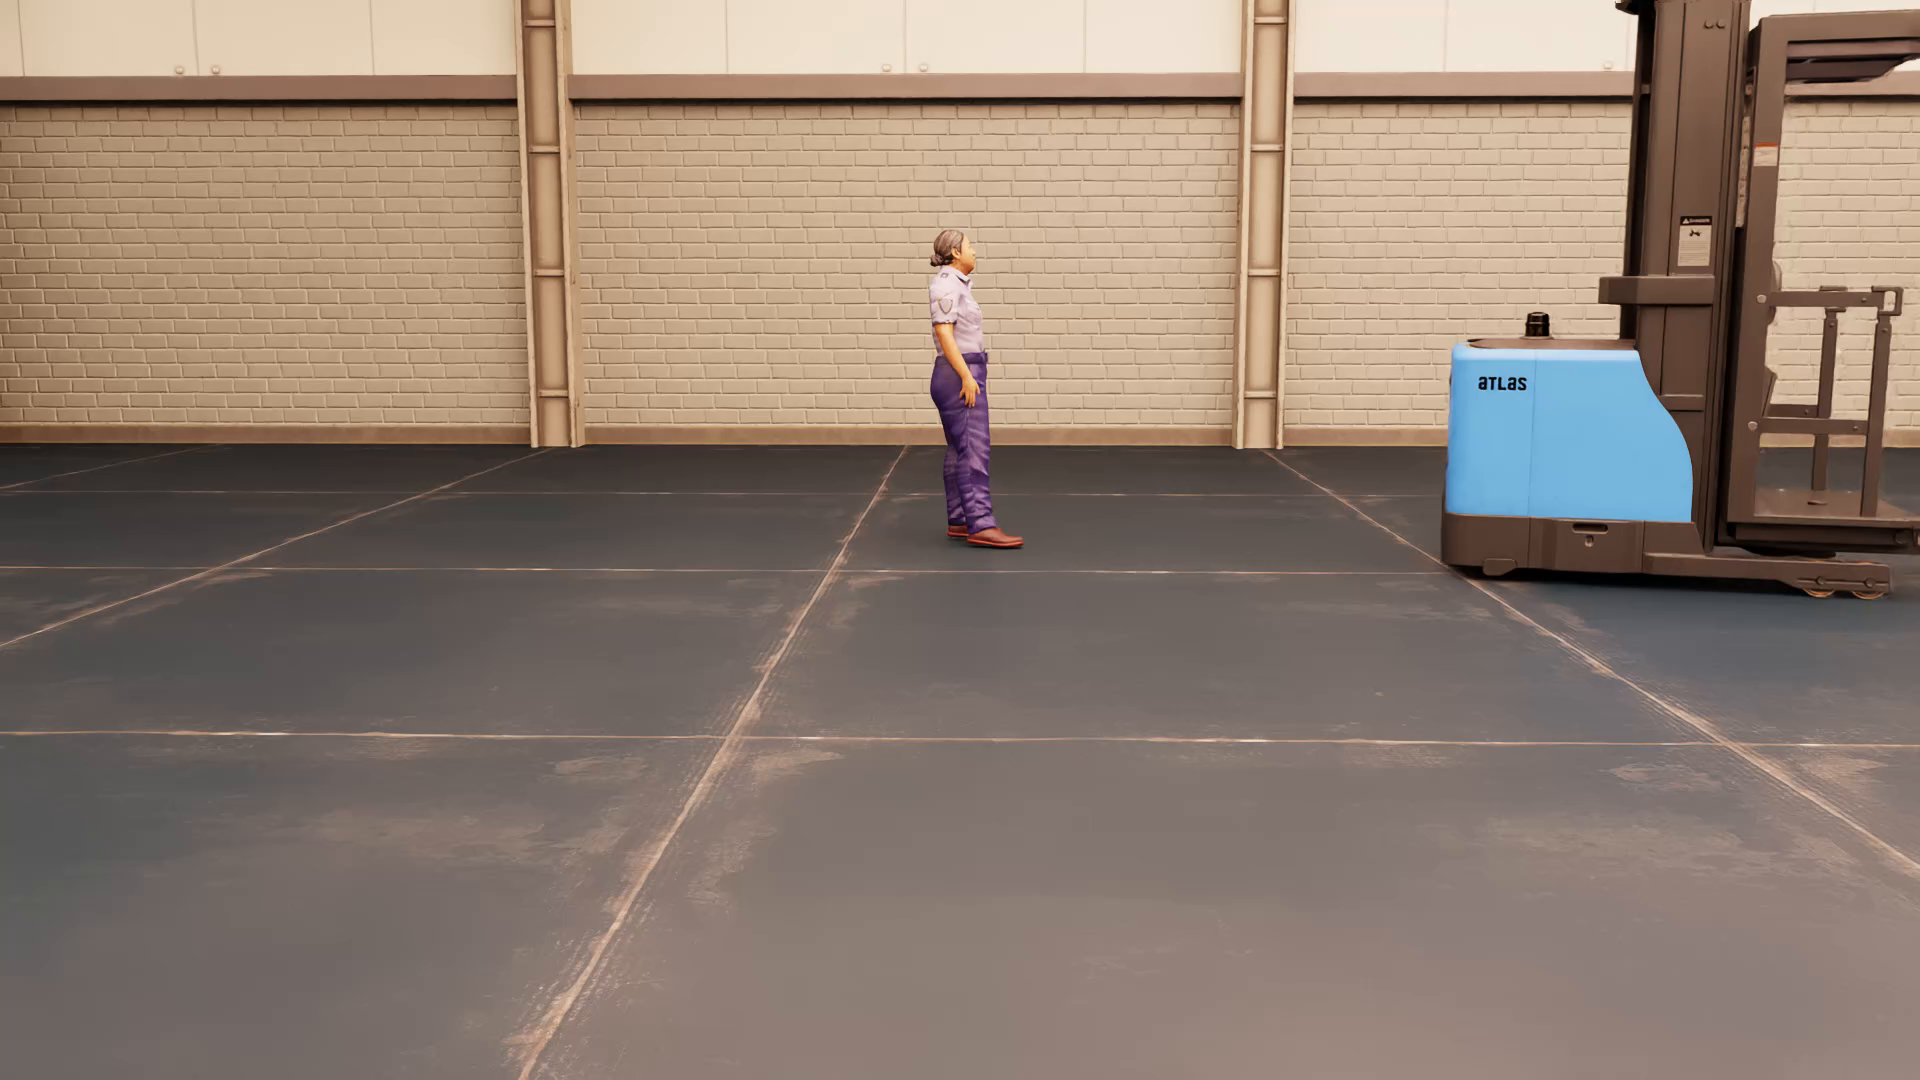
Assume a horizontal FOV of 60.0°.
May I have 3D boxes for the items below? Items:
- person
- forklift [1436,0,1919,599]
[{"bbox_3d":[0.090,-0.818,8.851,0.502,1.651,0.598,0,9,1],"label":"person"},{"bbox_3d":[3.828,-1.278,7.660,3.031,2.935,1.130,2,9,15],"label":"forklift"}]
